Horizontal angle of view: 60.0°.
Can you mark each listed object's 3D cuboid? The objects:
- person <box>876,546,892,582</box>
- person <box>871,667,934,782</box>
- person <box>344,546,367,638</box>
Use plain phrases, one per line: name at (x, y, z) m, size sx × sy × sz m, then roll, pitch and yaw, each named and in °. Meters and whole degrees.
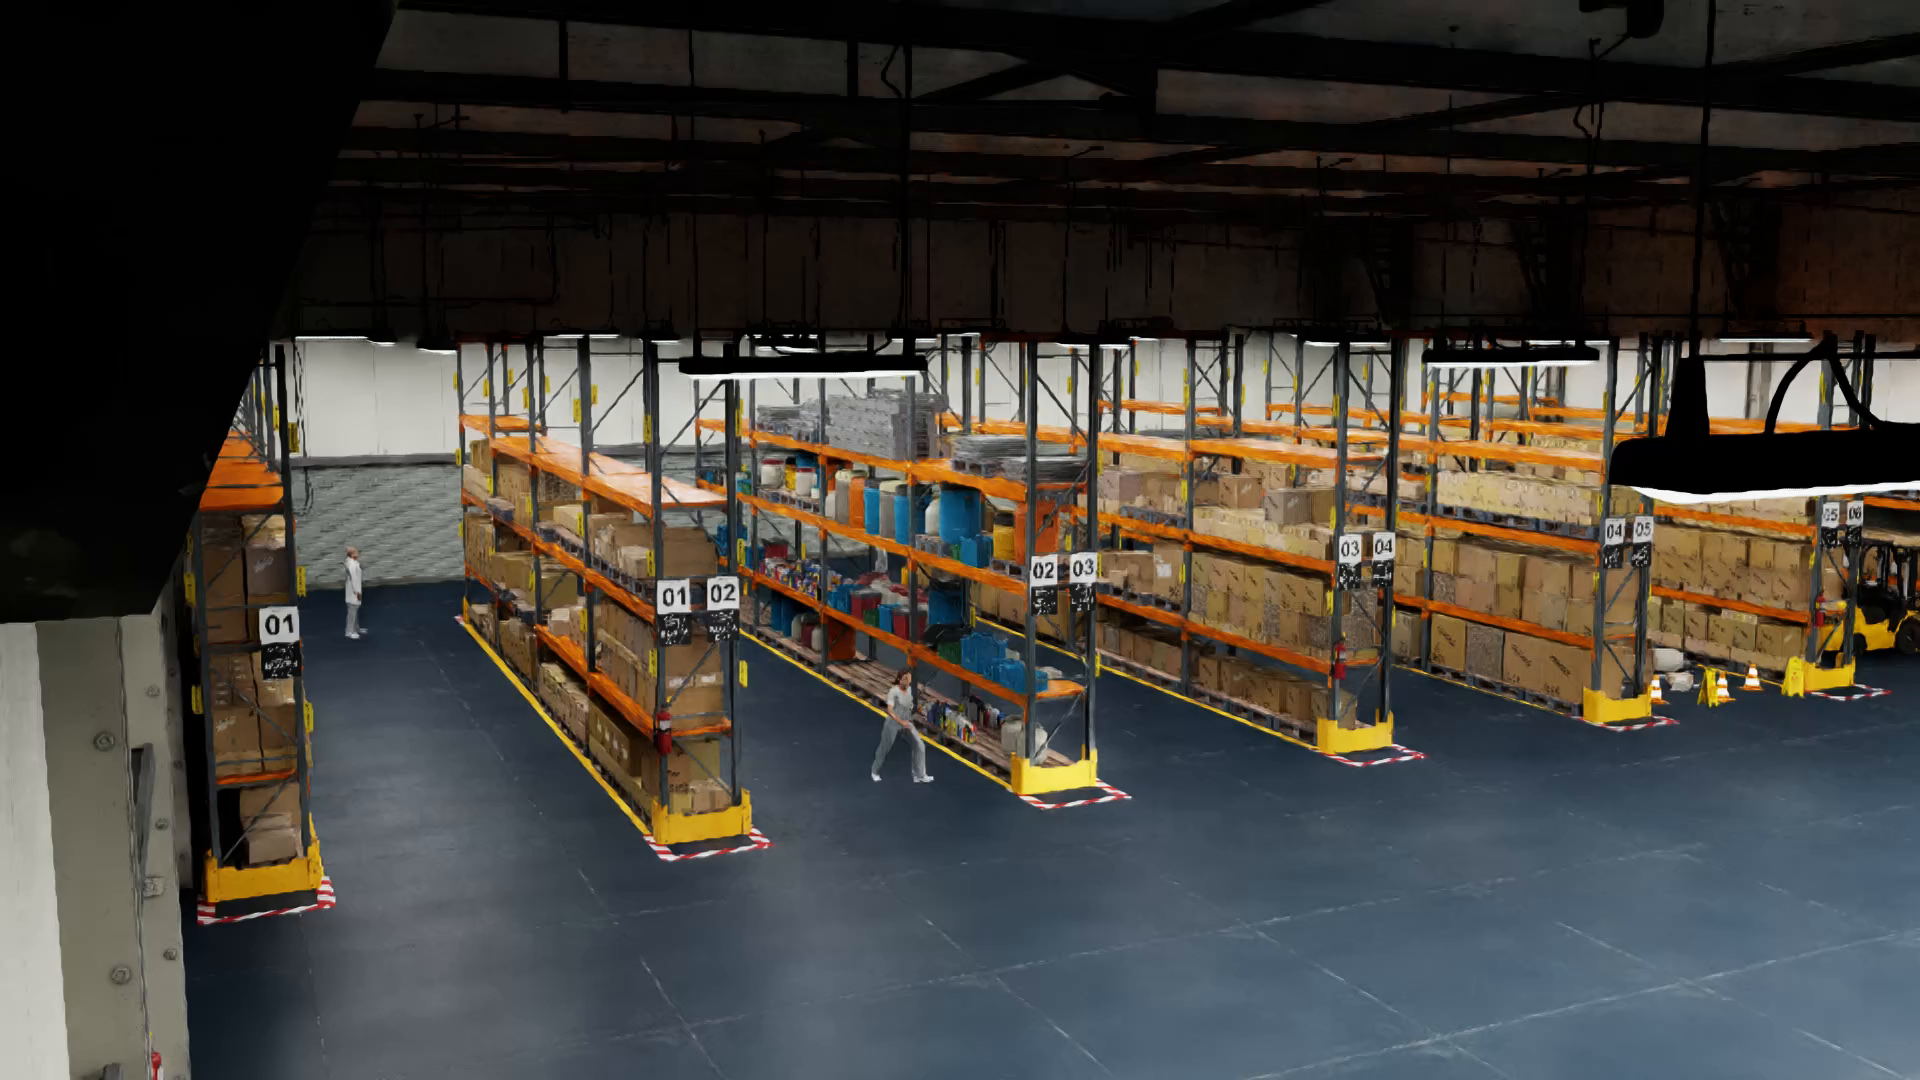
person at (-1.874, 0.207, 39.402) m, size 0.523 × 1.673 × 0.566 m, roll -1°, pitch 8°, yaw -7°
person at (-0.829, 2.492, 22.582) m, size 0.609 × 1.601 × 0.817 m, roll -7°, pitch 10°, yaw -41°
person at (-11.952, 1.108, 32.831) m, size 0.436 × 1.590 × 0.707 m, roll -4°, pitch 8°, yaw -25°
